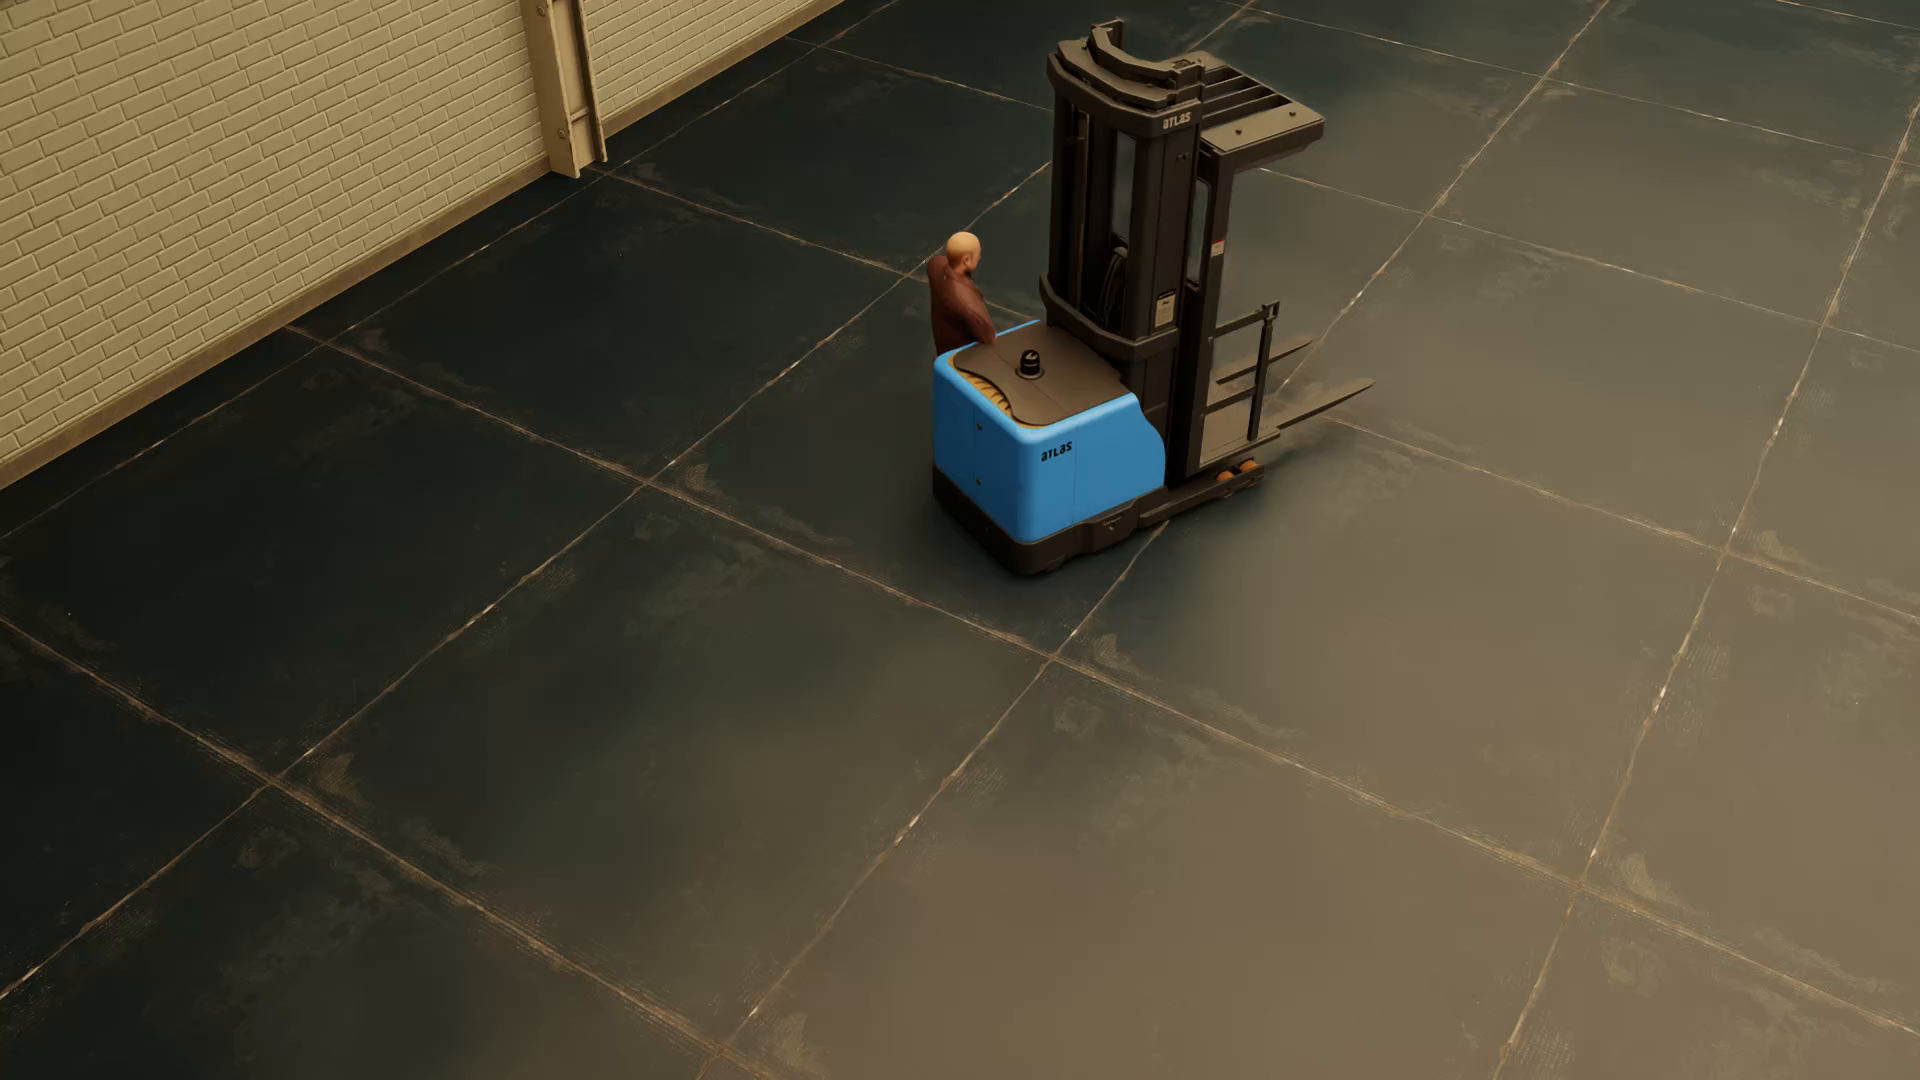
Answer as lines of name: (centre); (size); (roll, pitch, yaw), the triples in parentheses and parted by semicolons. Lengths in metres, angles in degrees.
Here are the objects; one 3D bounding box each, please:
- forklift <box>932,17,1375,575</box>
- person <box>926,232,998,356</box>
forklift: (1.338, -1.651, 9.915); (3.031, 2.935, 1.130); (-23, 45, -25)
person: (0.202, -1.141, 10.440); (0.737, 1.472, 0.839); (-11, 42, -13)
